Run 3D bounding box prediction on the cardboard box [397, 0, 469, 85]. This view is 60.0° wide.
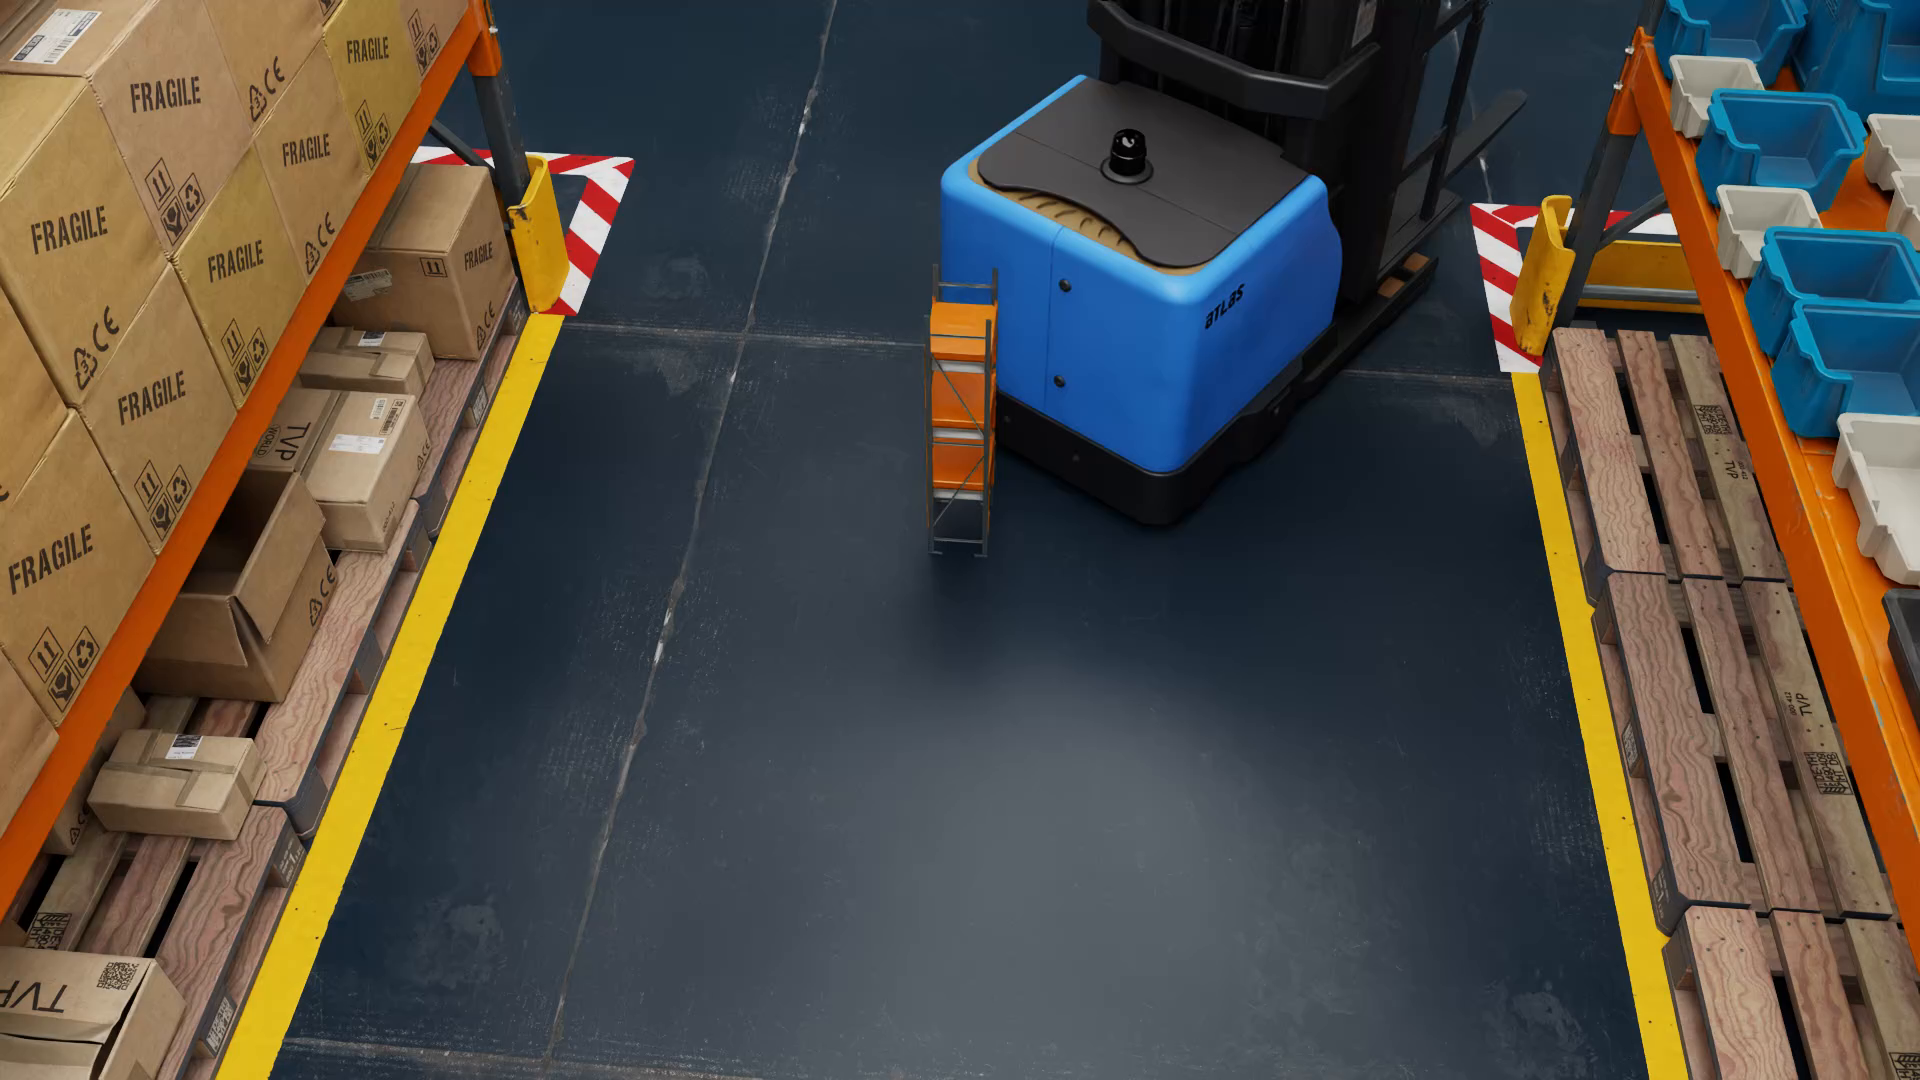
[{"bbox_3d":[-1.941,-1.816,5.310,0.500,0.500,0.500,5,48,5],"label":"cardboard box"}]

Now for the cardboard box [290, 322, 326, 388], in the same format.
[{"bbox_3d":[-2.549,-0.602,5.833,0.500,0.250,0.500,4,48,4],"label":"cardboard box"}]

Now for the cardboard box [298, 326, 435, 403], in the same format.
[{"bbox_3d":[-2.102,-0.614,5.901,0.380,0.166,0.250,4,48,4],"label":"cardboard box"}]

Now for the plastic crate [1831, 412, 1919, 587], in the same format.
[{"bbox_3d":[2.256,-0.085,3.933,0.293,0.136,0.466,4,48,4],"label":"plastic crate"}]

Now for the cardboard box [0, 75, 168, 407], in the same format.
[{"bbox_3d":[-2.119,-0.645,3.562,0.500,0.500,0.500,3,48,2],"label":"cardboard box"}]

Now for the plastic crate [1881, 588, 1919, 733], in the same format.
[{"bbox_3d":[2.231,0.378,3.517,0.437,0.125,0.590,4,48,4],"label":"plastic crate"}]

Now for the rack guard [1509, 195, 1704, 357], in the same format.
[{"bbox_3d":[2.750,-0.968,6.297,1.175,0.500,0.348,4,48,4],"label":"rack guard"}]

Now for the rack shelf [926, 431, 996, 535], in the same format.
[{"bbox_3d":[0.005,-0.199,5.611,0.215,0.259,0.240,4,48,4],"label":"rack shelf"}]

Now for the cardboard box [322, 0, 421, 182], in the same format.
[{"bbox_3d":[-1.985,-1.434,4.961,0.500,0.500,0.500,4,48,4],"label":"cardboard box"}]

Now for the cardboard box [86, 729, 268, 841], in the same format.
[{"bbox_3d":[-2.213,0.687,4.710,0.380,0.166,0.250,4,48,4],"label":"cardboard box"}]

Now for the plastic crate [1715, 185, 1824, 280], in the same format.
[{"bbox_3d":[2.237,-0.837,4.621,0.250,0.136,0.298,4,48,4],"label":"plastic crate"}]

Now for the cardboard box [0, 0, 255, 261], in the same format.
[{"bbox_3d":[-2.073,-1.025,3.909,0.500,0.500,0.500,5,48,5],"label":"cardboard box"}]

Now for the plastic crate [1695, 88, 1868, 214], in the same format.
[{"bbox_3d":[2.351,-1.114,4.809,0.416,0.233,0.300,4,48,4],"label":"plastic crate"}]

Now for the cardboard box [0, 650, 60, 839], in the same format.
[{"bbox_3d":[-2.218,0.420,3.265,0.500,0.500,0.500,5,48,5],"label":"cardboard box"}]

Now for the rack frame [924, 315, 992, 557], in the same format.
[{"bbox_3d":[-0.006,-0.304,5.317,0.200,1.050,0.008,4,48,4],"label":"rack frame"}]

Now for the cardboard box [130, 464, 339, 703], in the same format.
[{"bbox_3d":[-2.370,0.123,4.998,0.797,0.503,0.637,4,48,4],"label":"cardboard box"}]

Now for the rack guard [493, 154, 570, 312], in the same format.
[{"bbox_3d":[-2.178,-1.230,6.536,1.175,0.500,0.348,4,48,4],"label":"rack guard"}]

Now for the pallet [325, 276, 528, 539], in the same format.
[{"bbox_3d":[-2.250,-0.546,6.107,1.003,0.211,1.213,4,48,4],"label":"pallet"}]

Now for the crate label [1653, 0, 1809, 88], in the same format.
[{"bbox_3d":[2.411,-1.598,5.252,0.416,0.233,0.303,4,48,4],"label":"crate label"}]

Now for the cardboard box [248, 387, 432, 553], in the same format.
[{"bbox_3d":[-2.092,-0.238,5.500,0.500,0.250,0.500,4,48,4],"label":"cardboard box"}]

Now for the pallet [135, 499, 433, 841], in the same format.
[{"bbox_3d":[-2.364,0.348,5.289,1.003,0.211,1.213,4,48,4],"label":"pallet"}]

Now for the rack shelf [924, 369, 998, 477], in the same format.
[{"bbox_3d":[0.005,-0.386,5.406,0.215,0.259,0.240,4,48,4],"label":"rack shelf"}]

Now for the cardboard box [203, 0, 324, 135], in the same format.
[{"bbox_3d":[-2.026,-1.402,4.255,0.500,0.500,0.500,5,48,5],"label":"cardboard box"}]

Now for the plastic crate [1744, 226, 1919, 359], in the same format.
[{"bbox_3d":[2.291,-0.630,4.367,0.416,0.233,0.300,4,48,4],"label":"plastic crate"}]

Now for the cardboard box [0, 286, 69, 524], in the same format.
[{"bbox_3d":[-2.166,-0.268,3.217,0.500,0.500,0.500,3,48,2],"label":"cardboard box"}]

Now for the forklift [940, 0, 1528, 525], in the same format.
[{"bbox_3d":[1.245,-2.068,5.655,1.130,2.935,3.031,31,55,25],"label":"forklift"}]

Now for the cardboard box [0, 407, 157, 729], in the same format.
[{"bbox_3d":[-2.175,0.043,3.610,0.500,0.500,0.500,5,48,4],"label":"cardboard box"}]

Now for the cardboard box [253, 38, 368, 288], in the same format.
[{"bbox_3d":[-2.036,-1.068,4.626,0.500,0.500,0.500,4,48,4],"label":"cardboard box"}]

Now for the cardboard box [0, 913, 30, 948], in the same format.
[{"bbox_3d":[-2.767,1.067,4.137,0.500,0.500,0.500,4,48,4],"label":"cardboard box"}]

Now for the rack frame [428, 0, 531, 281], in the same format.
[{"bbox_3d":[-2.172,-2.129,5.665,1.000,3.000,0.127,4,48,4],"label":"rack frame"}]

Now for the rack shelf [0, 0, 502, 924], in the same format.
[{"bbox_3d":[-2.354,-0.417,4.586,1.077,0.370,4.000,4,48,4],"label":"rack shelf"}]

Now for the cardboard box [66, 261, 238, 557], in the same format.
[{"bbox_3d":[-2.127,-0.324,3.946,0.500,0.500,0.500,4,48,3],"label":"cardboard box"}]

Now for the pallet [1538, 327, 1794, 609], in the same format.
[{"bbox_3d":[2.647,-0.249,5.835,1.003,0.211,1.213,4,48,4],"label":"pallet"}]

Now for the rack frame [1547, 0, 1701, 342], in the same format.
[{"bbox_3d":[2.761,-1.794,5.358,1.000,3.000,0.127,4,48,4],"label":"rack frame"}]

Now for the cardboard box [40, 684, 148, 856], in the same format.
[{"bbox_3d":[-2.698,0.580,4.711,0.500,0.311,0.500,4,48,4],"label":"cardboard box"}]

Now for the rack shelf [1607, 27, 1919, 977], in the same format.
[{"bbox_3d":[2.579,-0.081,4.279,1.077,0.370,4.000,4,48,4],"label":"rack shelf"}]

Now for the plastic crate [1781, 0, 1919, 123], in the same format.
[{"bbox_3d":[2.916,-1.567,5.086,0.616,0.435,0.499,4,48,4],"label":"plastic crate"}]

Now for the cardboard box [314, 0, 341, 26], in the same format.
[{"bbox_3d":[-1.983,-1.784,4.603,0.500,0.500,0.500,5,48,5],"label":"cardboard box"}]

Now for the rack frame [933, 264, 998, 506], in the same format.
[{"bbox_3d":[0.016,-0.483,5.481,0.200,1.050,0.008,4,48,4],"label":"rack frame"}]

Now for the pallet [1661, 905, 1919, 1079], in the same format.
[{"bbox_3d":[2.425,1.544,4.195,1.003,0.211,1.213,4,48,4],"label":"pallet"}]

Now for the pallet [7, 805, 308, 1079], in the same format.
[{"bbox_3d":[-2.472,1.246,4.467,1.003,0.211,1.213,4,48,4],"label":"pallet"}]

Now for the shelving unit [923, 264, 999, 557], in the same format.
[{"bbox_3d":[0.005,-0.394,5.399,0.215,1.050,0.252,4,48,4],"label":"shelving unit"}]

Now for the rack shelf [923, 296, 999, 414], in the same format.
[{"bbox_3d":[0.005,-0.578,5.197,0.215,0.259,0.240,4,48,4],"label":"rack shelf"}]

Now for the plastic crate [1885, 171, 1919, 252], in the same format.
[{"bbox_3d":[2.826,-0.901,4.680,0.396,0.136,0.243,4,48,4],"label":"plastic crate"}]

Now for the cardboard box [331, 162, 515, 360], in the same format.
[{"bbox_3d":[-1.976,-1.018,6.044,0.500,0.500,0.500,4,48,4],"label":"cardboard box"}]

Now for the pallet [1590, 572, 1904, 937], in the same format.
[{"bbox_3d":[2.533,0.645,5.017,1.003,0.211,1.213,4,48,4],"label":"pallet"}]

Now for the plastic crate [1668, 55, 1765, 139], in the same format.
[{"bbox_3d":[2.299,-1.335,5.077,0.250,0.136,0.298,4,48,4],"label":"plastic crate"}]

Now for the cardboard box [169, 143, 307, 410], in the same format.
[{"bbox_3d":[-2.082,-0.698,4.288,0.500,0.500,0.500,3,48,3],"label":"cardboard box"}]

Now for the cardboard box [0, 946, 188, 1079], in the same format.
[{"bbox_3d":[-2.282,1.275,4.075,0.500,0.311,0.500,4,48,4],"label":"cardboard box"}]

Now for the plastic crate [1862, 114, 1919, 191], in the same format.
[{"bbox_3d":[2.867,-1.113,4.874,0.396,0.136,0.243,4,48,4],"label":"plastic crate"}]

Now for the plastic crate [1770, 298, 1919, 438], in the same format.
[{"bbox_3d":[2.263,-0.410,4.165,0.416,0.233,0.300,4,48,4],"label":"plastic crate"}]
